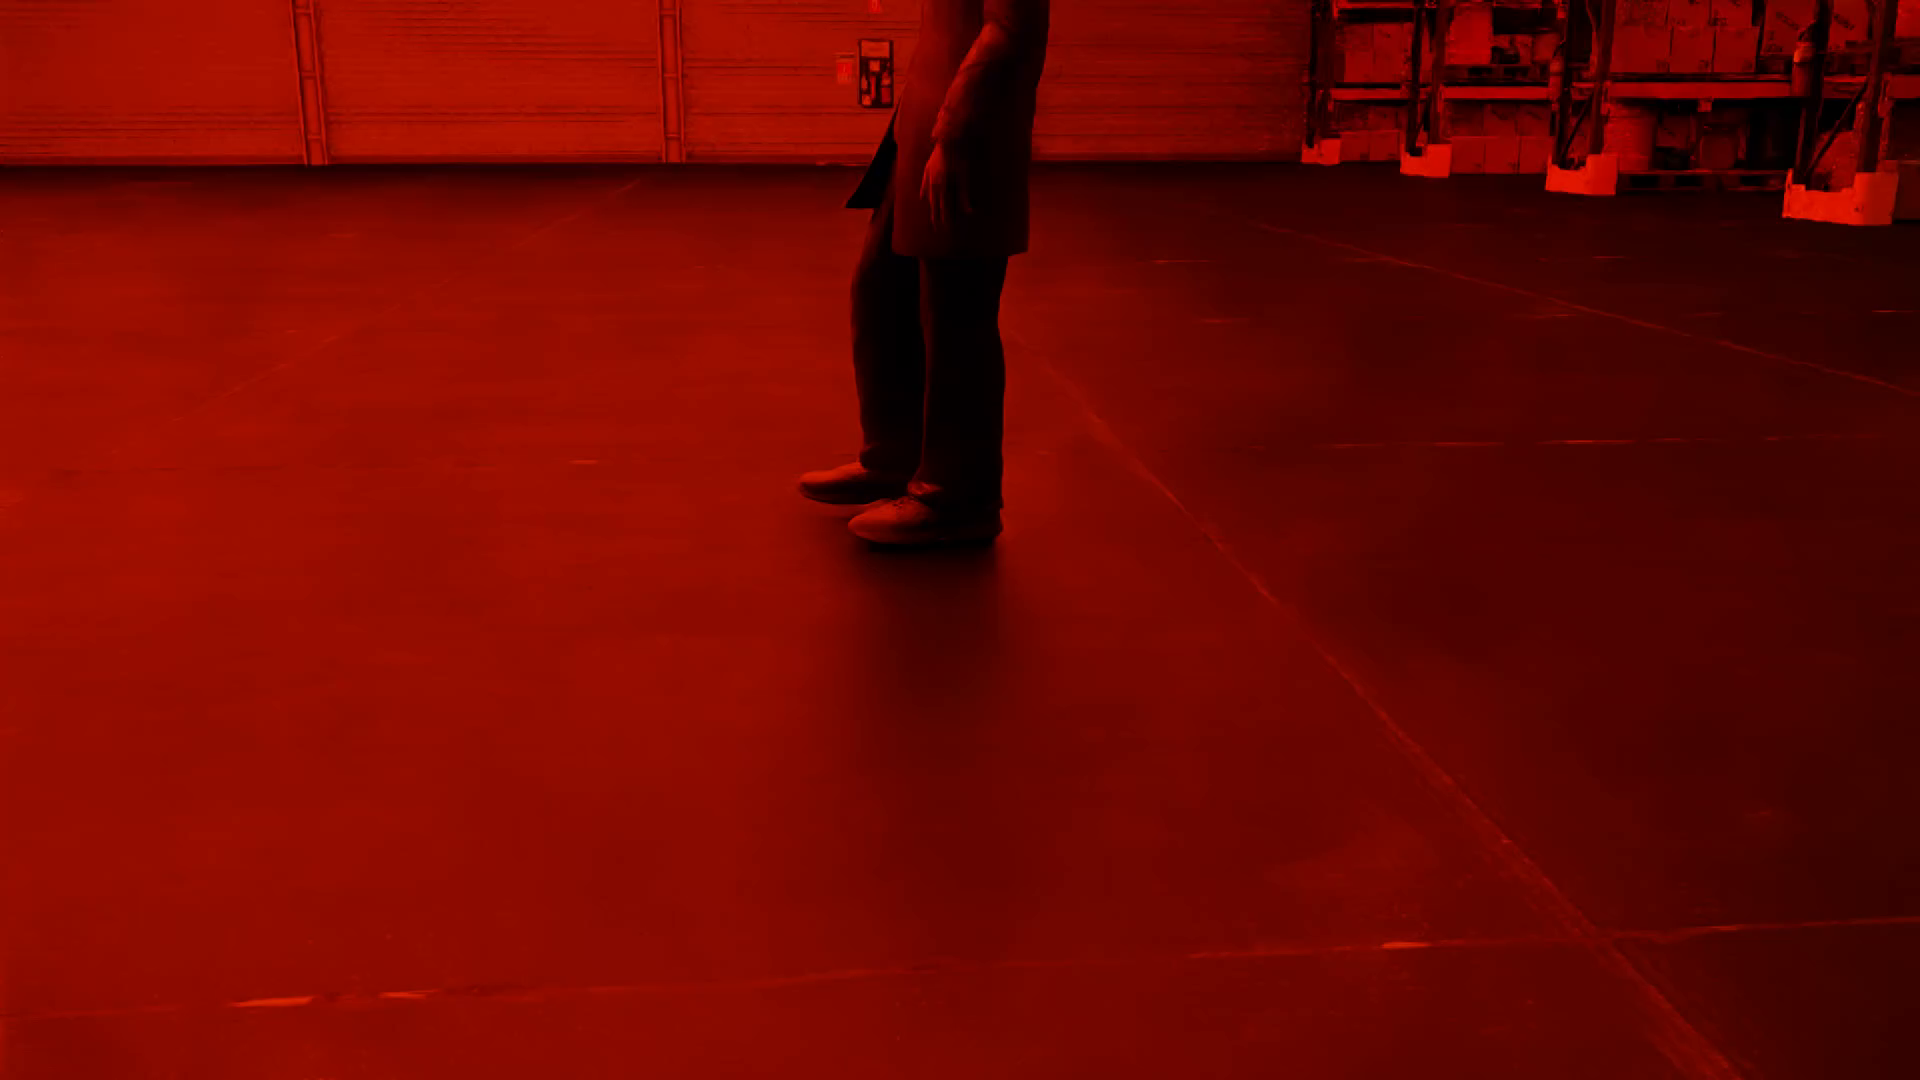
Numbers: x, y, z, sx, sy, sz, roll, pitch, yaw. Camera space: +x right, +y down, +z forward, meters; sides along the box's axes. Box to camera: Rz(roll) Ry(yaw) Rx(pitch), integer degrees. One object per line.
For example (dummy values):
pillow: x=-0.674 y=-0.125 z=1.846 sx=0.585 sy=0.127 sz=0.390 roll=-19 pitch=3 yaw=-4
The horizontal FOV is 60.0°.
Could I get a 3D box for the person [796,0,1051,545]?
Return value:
person: x=-0.090 y=-0.867 z=3.703 sx=0.586 sy=1.774 sz=0.694 roll=-1 pitch=15 yaw=-5
